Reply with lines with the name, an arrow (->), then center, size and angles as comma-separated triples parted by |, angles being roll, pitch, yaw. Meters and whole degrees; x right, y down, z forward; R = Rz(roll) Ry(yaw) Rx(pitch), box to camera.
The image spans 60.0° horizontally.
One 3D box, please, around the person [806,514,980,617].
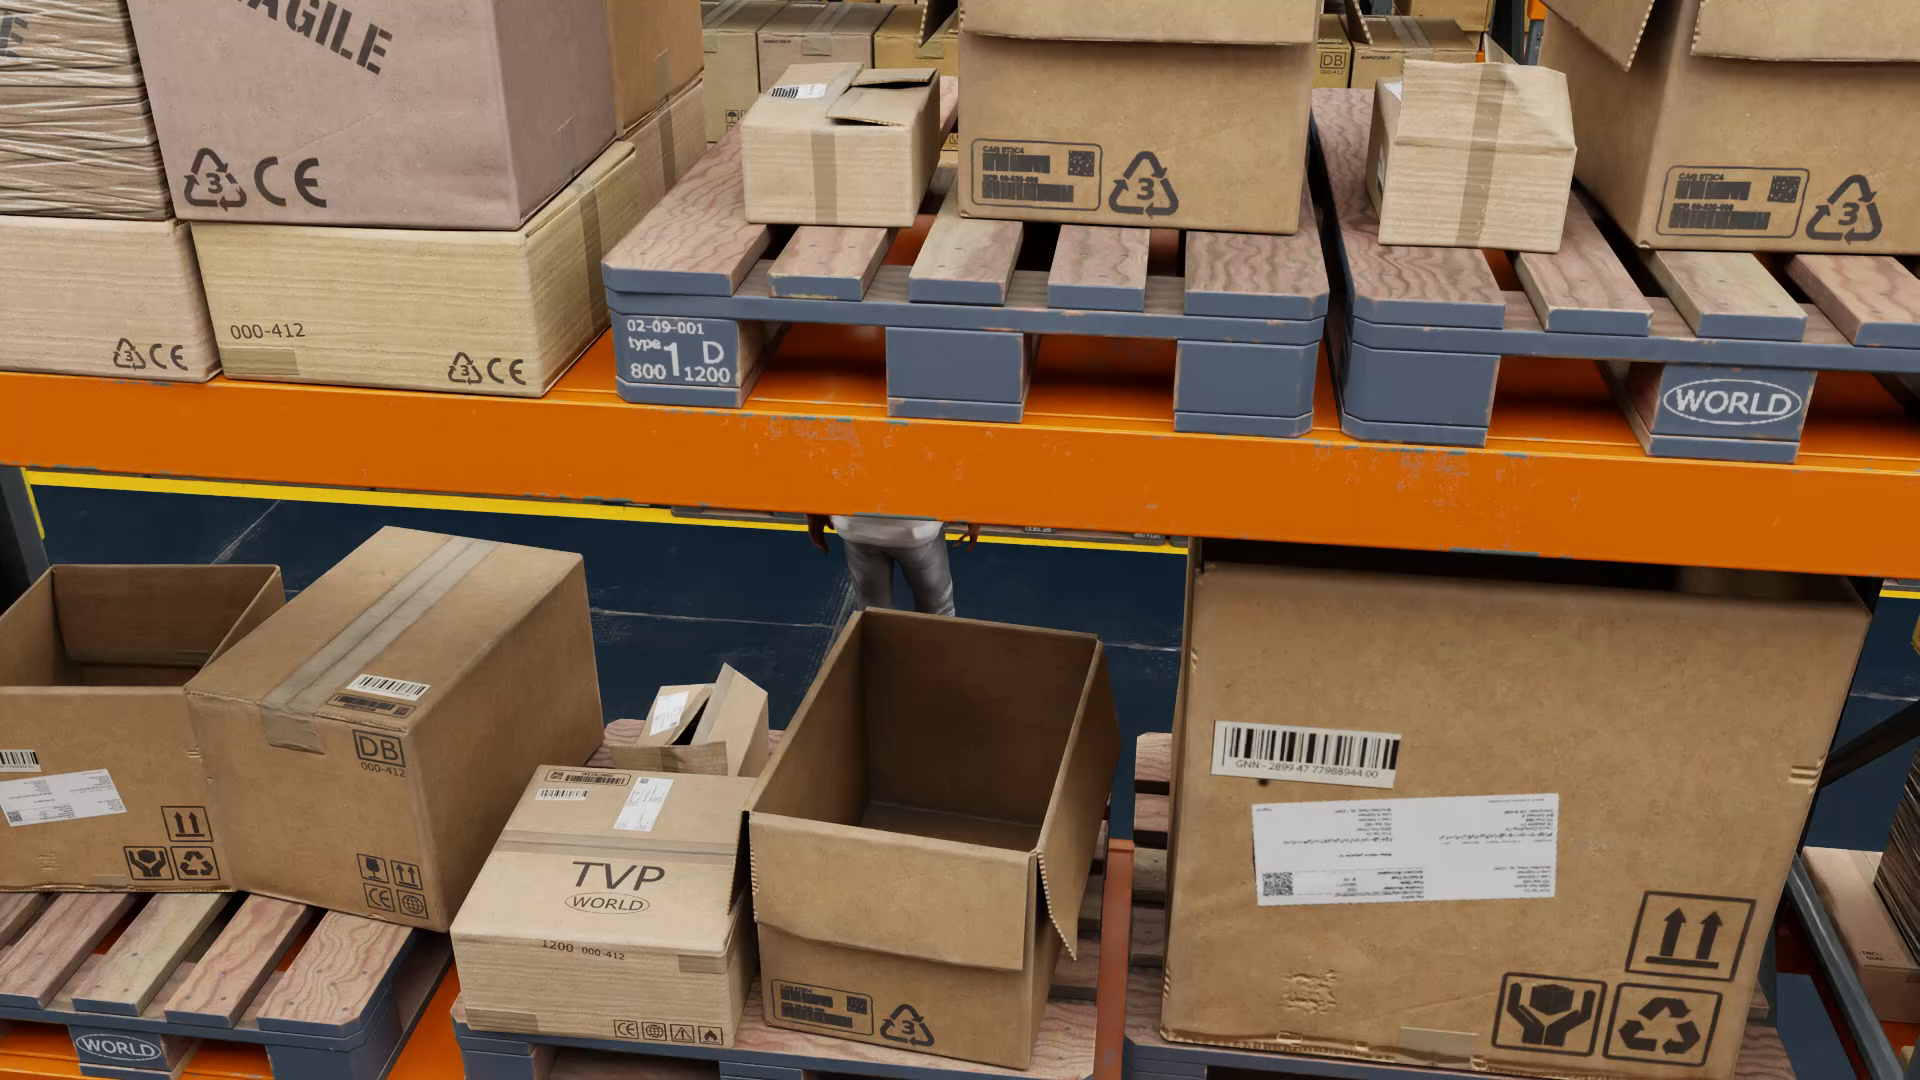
person -> -0.250, -0.107, 6.276 | 0.665, 1.766, 0.576 | 3, 28, 6
